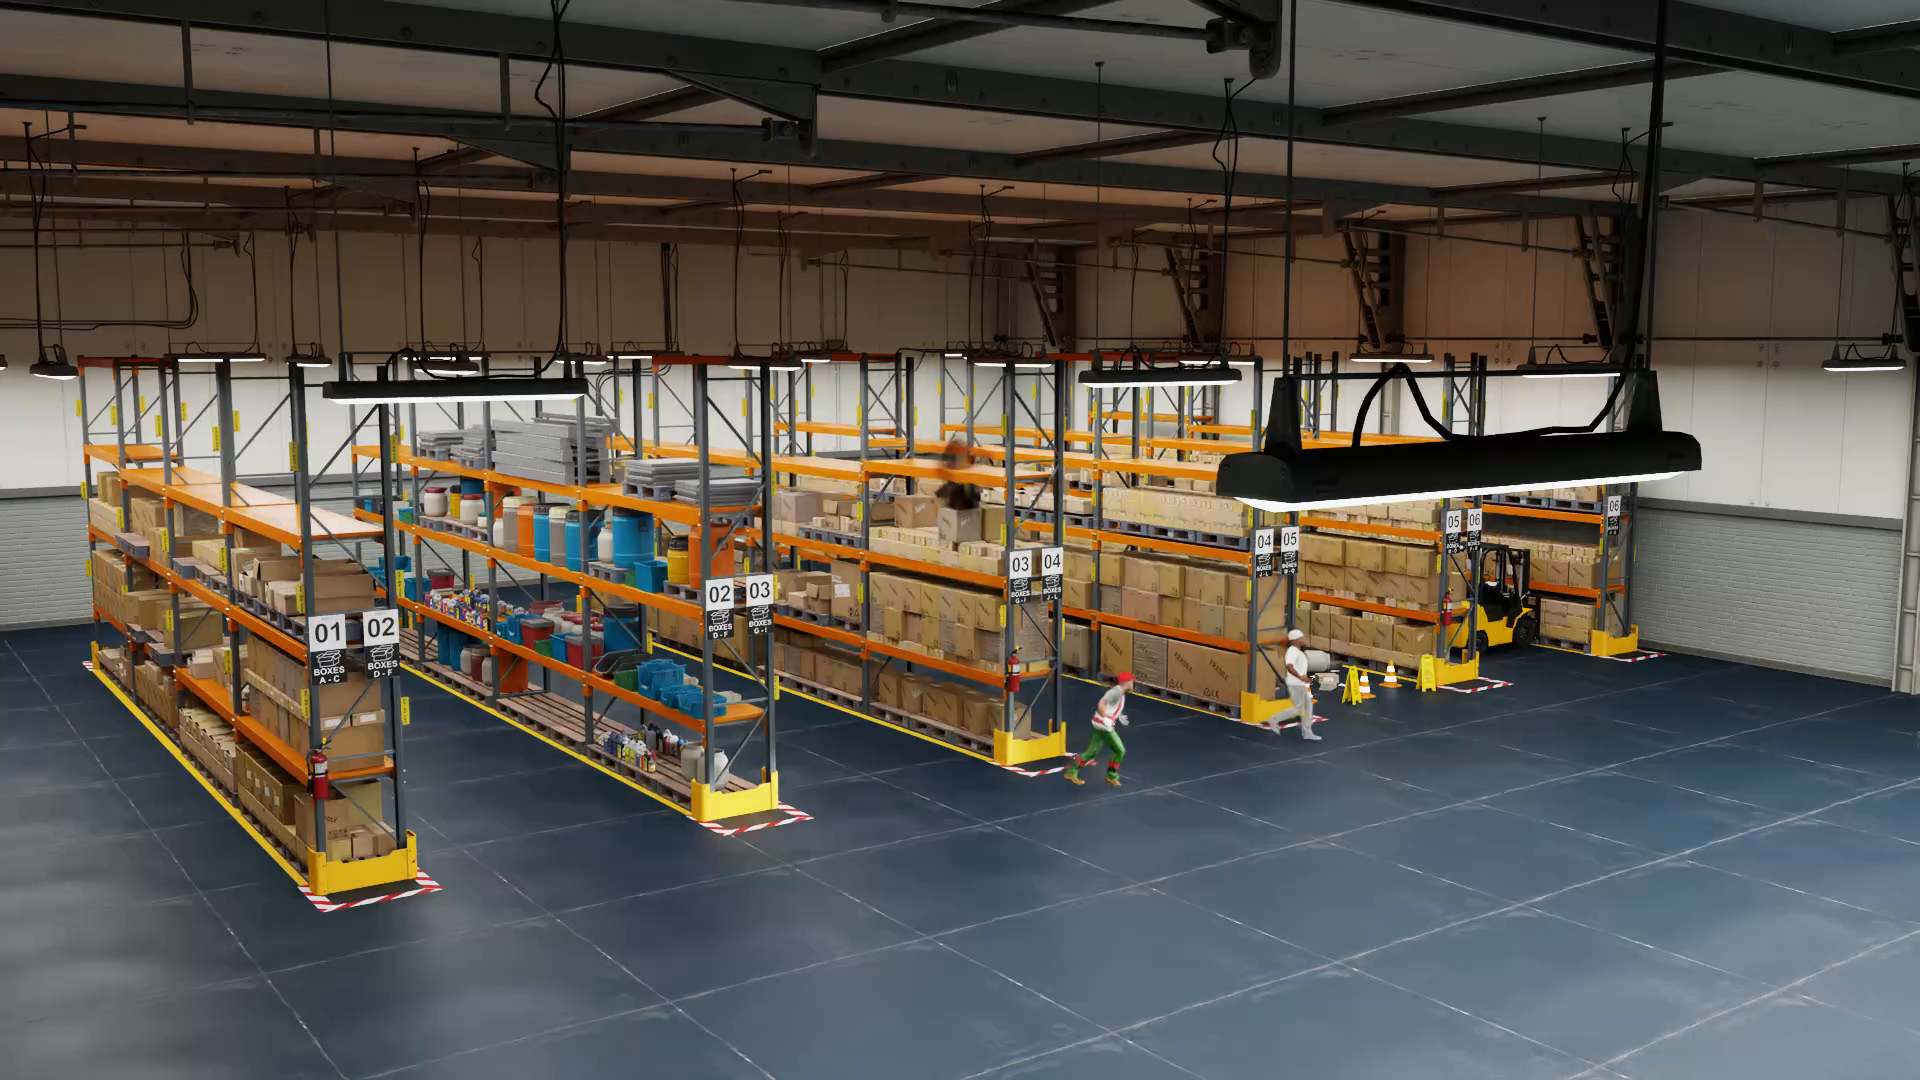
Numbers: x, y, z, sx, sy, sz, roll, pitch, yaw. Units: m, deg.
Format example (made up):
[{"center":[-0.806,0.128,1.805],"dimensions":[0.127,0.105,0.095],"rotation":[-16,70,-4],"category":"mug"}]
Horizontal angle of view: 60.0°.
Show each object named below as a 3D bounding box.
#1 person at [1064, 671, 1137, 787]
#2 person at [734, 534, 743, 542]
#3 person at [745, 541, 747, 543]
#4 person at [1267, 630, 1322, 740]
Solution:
[{"center":[1.998,2.697,23.626],"dimensions":[1.023,1.698,0.670],"rotation":[1,7,6],"category":"person"},{"center":[-5.558,0.546,40.658],"dimensions":[0.720,1.737,0.753],"rotation":[3,7,20],"category":"person"},{"center":[-5.023,0.796,39.011],"dimensions":[0.607,1.668,0.645],"rotation":[-2,7,-19],"category":"person"},{"center":[5.342,2.283,26.389],"dimensions":[0.868,1.719,0.764],"rotation":[2,7,15],"category":"person"}]
